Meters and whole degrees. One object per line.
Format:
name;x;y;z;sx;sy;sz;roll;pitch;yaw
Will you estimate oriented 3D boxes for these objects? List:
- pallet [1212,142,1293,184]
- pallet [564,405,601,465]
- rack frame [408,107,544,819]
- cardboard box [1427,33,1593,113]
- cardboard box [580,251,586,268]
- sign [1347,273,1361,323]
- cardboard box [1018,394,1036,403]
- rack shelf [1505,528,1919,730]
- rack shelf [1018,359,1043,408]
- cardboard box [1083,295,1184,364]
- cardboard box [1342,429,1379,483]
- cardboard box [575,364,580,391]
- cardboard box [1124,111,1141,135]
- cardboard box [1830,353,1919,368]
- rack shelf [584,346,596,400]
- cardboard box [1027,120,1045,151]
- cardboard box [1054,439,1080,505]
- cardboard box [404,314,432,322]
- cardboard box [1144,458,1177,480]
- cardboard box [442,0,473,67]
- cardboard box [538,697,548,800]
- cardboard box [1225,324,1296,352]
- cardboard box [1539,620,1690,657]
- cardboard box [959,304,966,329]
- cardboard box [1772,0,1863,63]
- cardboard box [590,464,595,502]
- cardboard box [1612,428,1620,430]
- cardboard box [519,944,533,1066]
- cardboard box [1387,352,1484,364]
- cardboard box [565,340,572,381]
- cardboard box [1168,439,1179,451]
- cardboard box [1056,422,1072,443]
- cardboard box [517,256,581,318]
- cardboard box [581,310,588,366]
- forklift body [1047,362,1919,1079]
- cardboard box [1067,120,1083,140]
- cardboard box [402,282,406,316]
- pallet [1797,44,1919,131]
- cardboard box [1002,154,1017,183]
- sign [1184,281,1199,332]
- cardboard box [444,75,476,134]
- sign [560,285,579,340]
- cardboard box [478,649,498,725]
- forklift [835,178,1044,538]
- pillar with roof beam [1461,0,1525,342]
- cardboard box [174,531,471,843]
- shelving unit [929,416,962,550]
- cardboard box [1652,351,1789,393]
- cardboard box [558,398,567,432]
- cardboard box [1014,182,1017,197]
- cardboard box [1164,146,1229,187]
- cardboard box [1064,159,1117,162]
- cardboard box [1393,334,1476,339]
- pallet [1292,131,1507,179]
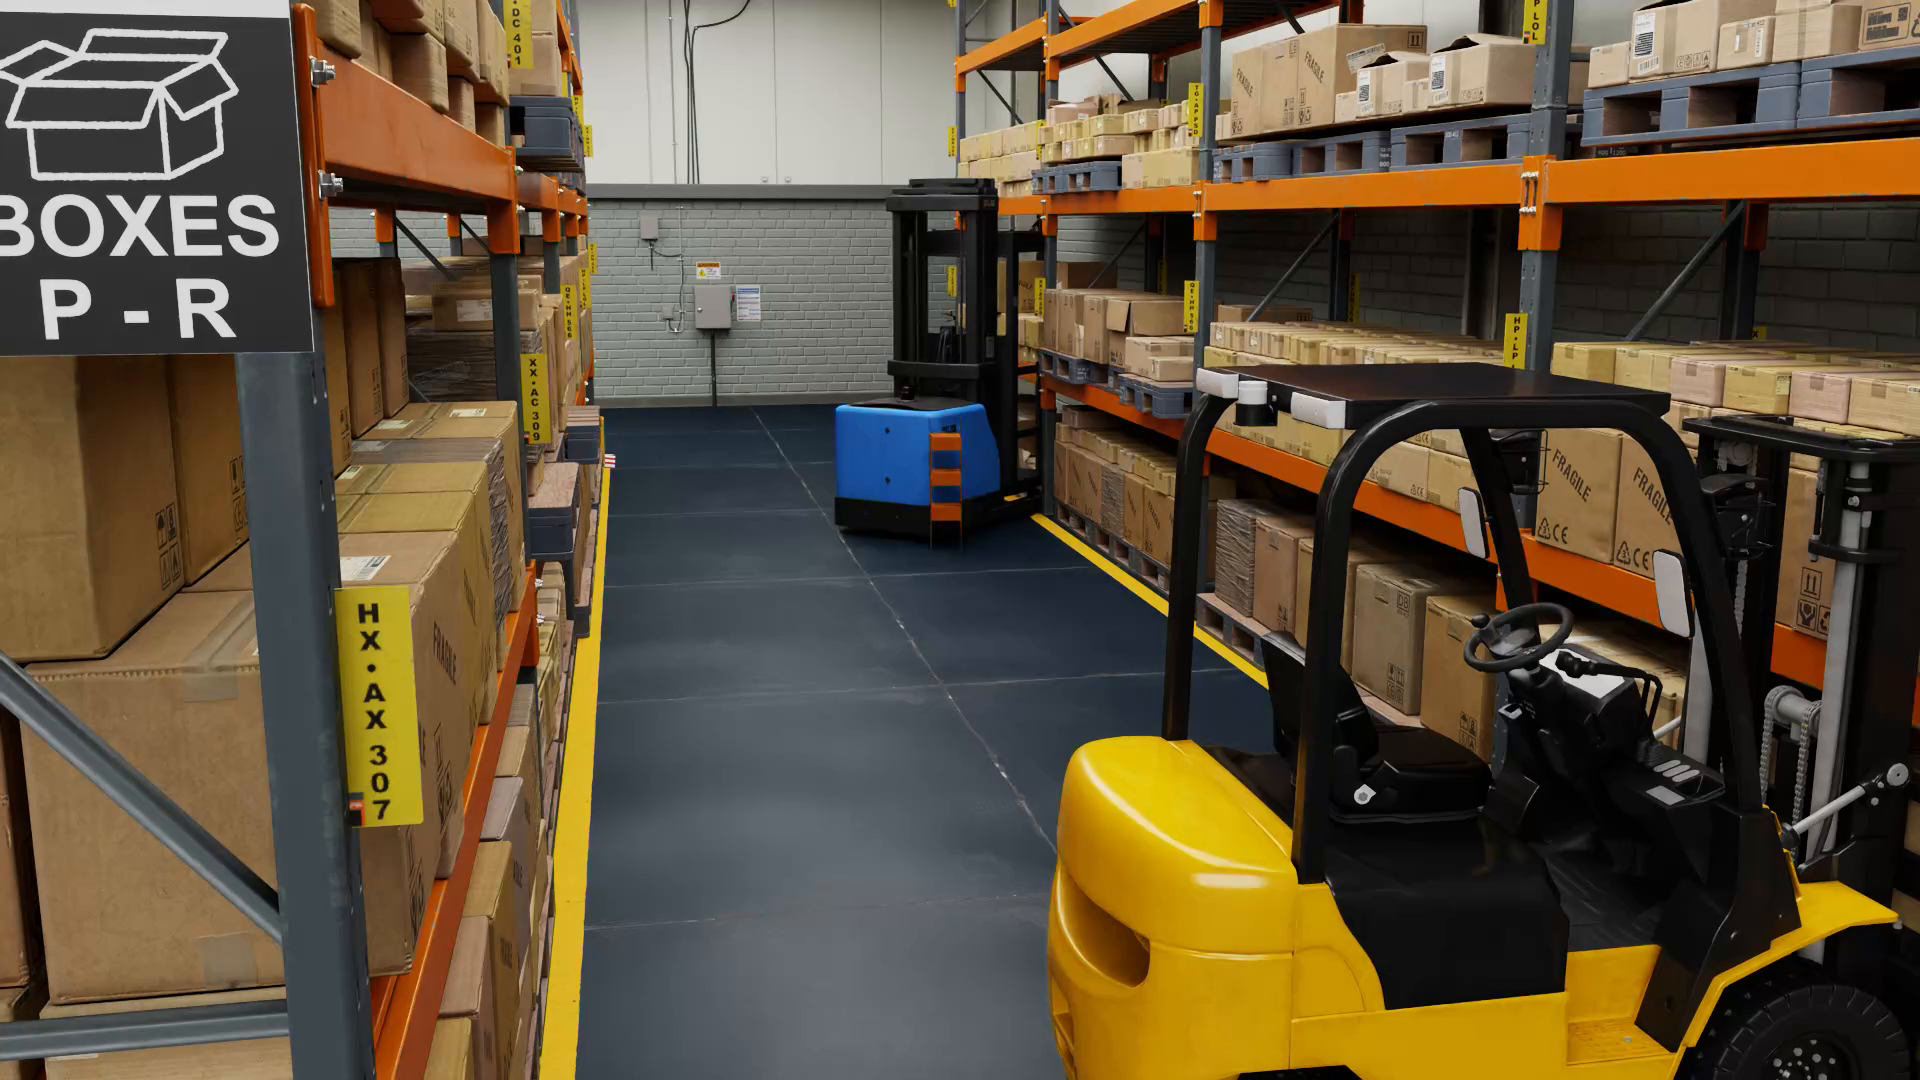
pallet;2.230;-2.241;9.932;1.213;0.211;1.003;-2;11;-8
pallet;-2.614;-0.579;9.231;1.213;0.211;1.003;-2;11;-11
rack frame;-2.079;-0.067;6.025;1.000;3.000;0.127;-2;11;-11
cardboard box;2.409;-2.057;7.307;0.500;0.311;0.500;-2;11;-13
cardboard box;-3.767;-2.450;15.607;0.500;0.500;0.500;-2;11;-11
sign;2.555;-1.571;10.833;0.100;0.325;0.005;-2;11;-11
cardboard box;0.481;-1.313;18.127;0.797;0.503;0.637;-3;11;-13
rack shelf;3.178;0.472;5.117;1.077;0.370;4.000;-2;11;-11
rack shelf;0.844;-1.729;16.681;1.077;0.370;4.000;-2;11;-11
cardboard box;1.361;-1.635;12.873;0.700;0.500;0.500;-2;11;-11
cardboard box;2.264;-0.441;8.395;0.500;0.250;0.500;-2;11;-11
cardboard box;-3.203;-1.294;12.873;0.500;0.250;0.500;-2;11;-12
cardboard box;1.401;-3.014;12.025;0.380;0.149;0.250;-2;11;-11
cardboard box;3.330;-0.575;5.898;0.380;0.149;0.250;-2;11;-12
rack shelf;-4.024;-1.548;15.729;1.077;0.370;4.000;-2;11;-11
cardboard box;0.899;-3.591;14.785;0.500;0.250;0.500;-2;11;-11
cardboard box;1.106;-0.597;14.371;0.500;0.500;0.500;-2;11;-9
cardboard box;-2.586;-0.731;7.326;0.500;0.500;0.500;-2;11;-9
cardboard box;1.568;-0.509;12.175;0.380;0.149;0.250;-2;11;-9
cardboard box;-1.431;-1.262;3.890;0.500;0.250;0.500;-2;11;-10
cardboard box;-2.184;0.922;6.737;0.950;0.372;0.625;-2;11;-10
cardboard box;1.837;-1.231;10.141;0.380;0.149;0.250;-2;11;-10
cardboard box;2.575;0.505;6.576;0.500;0.250;0.500;-2;11;-12
cardboard box;0.279;-2.428;18.038;0.500;0.250;0.500;-2;11;-11
cardboard box;2.780;-1.628;5.173;0.396;0.266;0.258;-2;11;-12
cardboard box;-3.652;-0.601;14.560;0.875;0.438;0.875;-2;11;-12
cardboard box;2.645;-0.500;6.301;0.380;0.149;0.250;-2;11;-10
cardboard box;-1.493;1.367;4.723;0.500;0.250;0.500;-2;11;-10
cardboard box;2.259;-0.807;7.913;0.380;0.149;0.250;-2;11;-13
cardboard box;-2.813;-1.169;10.881;0.500;0.250;0.500;-2;11;-10
cardboard box;1.881;-0.719;13.281;0.380;0.149;0.250;-2;11;-10
cardboard box;1.042;-0.937;14.423;0.380;0.149;0.250;-2;11;-8
cardboard box;-3.302;-2.002;13.249;0.500;0.500;0.500;-2;11;-9
cardboard box;-3.564;-1.771;14.713;0.500;0.500;0.500;-2;11;-11
forklift body;1.408;0.621;4.681;2.313;2.155;1.214;-2;11;-11
cardboard box;1.066;-3.256;13.242;0.380;0.149;0.250;-2;11;-12
cardboard box;-2.614;-1.039;7.211;0.380;0.149;0.250;-3;11;-13
pallet;3.214;-1.299;4.715;1.003;0.211;1.213;-2;11;-11
cardboard box;0.694;-3.530;15.804;0.500;0.250;0.500;-2;11;-10
sign;1.480;-1.490;10.618;0.100;0.325;0.005;-2;11;-11
cardboard box;-1.533;-1.181;4.528;0.380;0.149;0.250;-2;11;-9
sign;-2.327;-1.352;9.892;0.100;0.325;0.005;-2;11;-11
cardboard box;-1.411;0.385;4.326;0.380;0.149;0.250;-2;11;-11
forklift;0.146;-1.689;14.731;1.130;2.935;3.031;7;13;31
pillar with roof beam;-1.074;-3.566;8.364;9.100;9.000;0.400;-2;11;-11
cardboard box;-1.225;0.280;3.142;0.500;0.500;0.500;-2;11;-9
shelving unit;-0.114;-0.456;13.286;0.252;1.050;0.215;-1;11;-3
cardboard box;2.758;-0.602;6.037;0.380;0.149;0.250;-2;11;-12
cardboard box;-2.238;-0.644;8.608;0.380;0.149;0.250;-2;11;-10
cardboard box;0.718;-3.311;15.717;0.380;0.149;0.250;-2;11;-9
cardboard box;1.673;-2.467;11.013;0.500;0.250;0.500;-2;11;-13
cardboard box;1.063;-3.160;13.535;0.380;0.149;0.250;-2;11;-11
cardboard box;2.645;-1.068;9.281;0.380;0.149;0.250;-2;11;-12
pallet;2.451;-2.036;8.855;1.003;0.211;1.213;-2;11;-8
